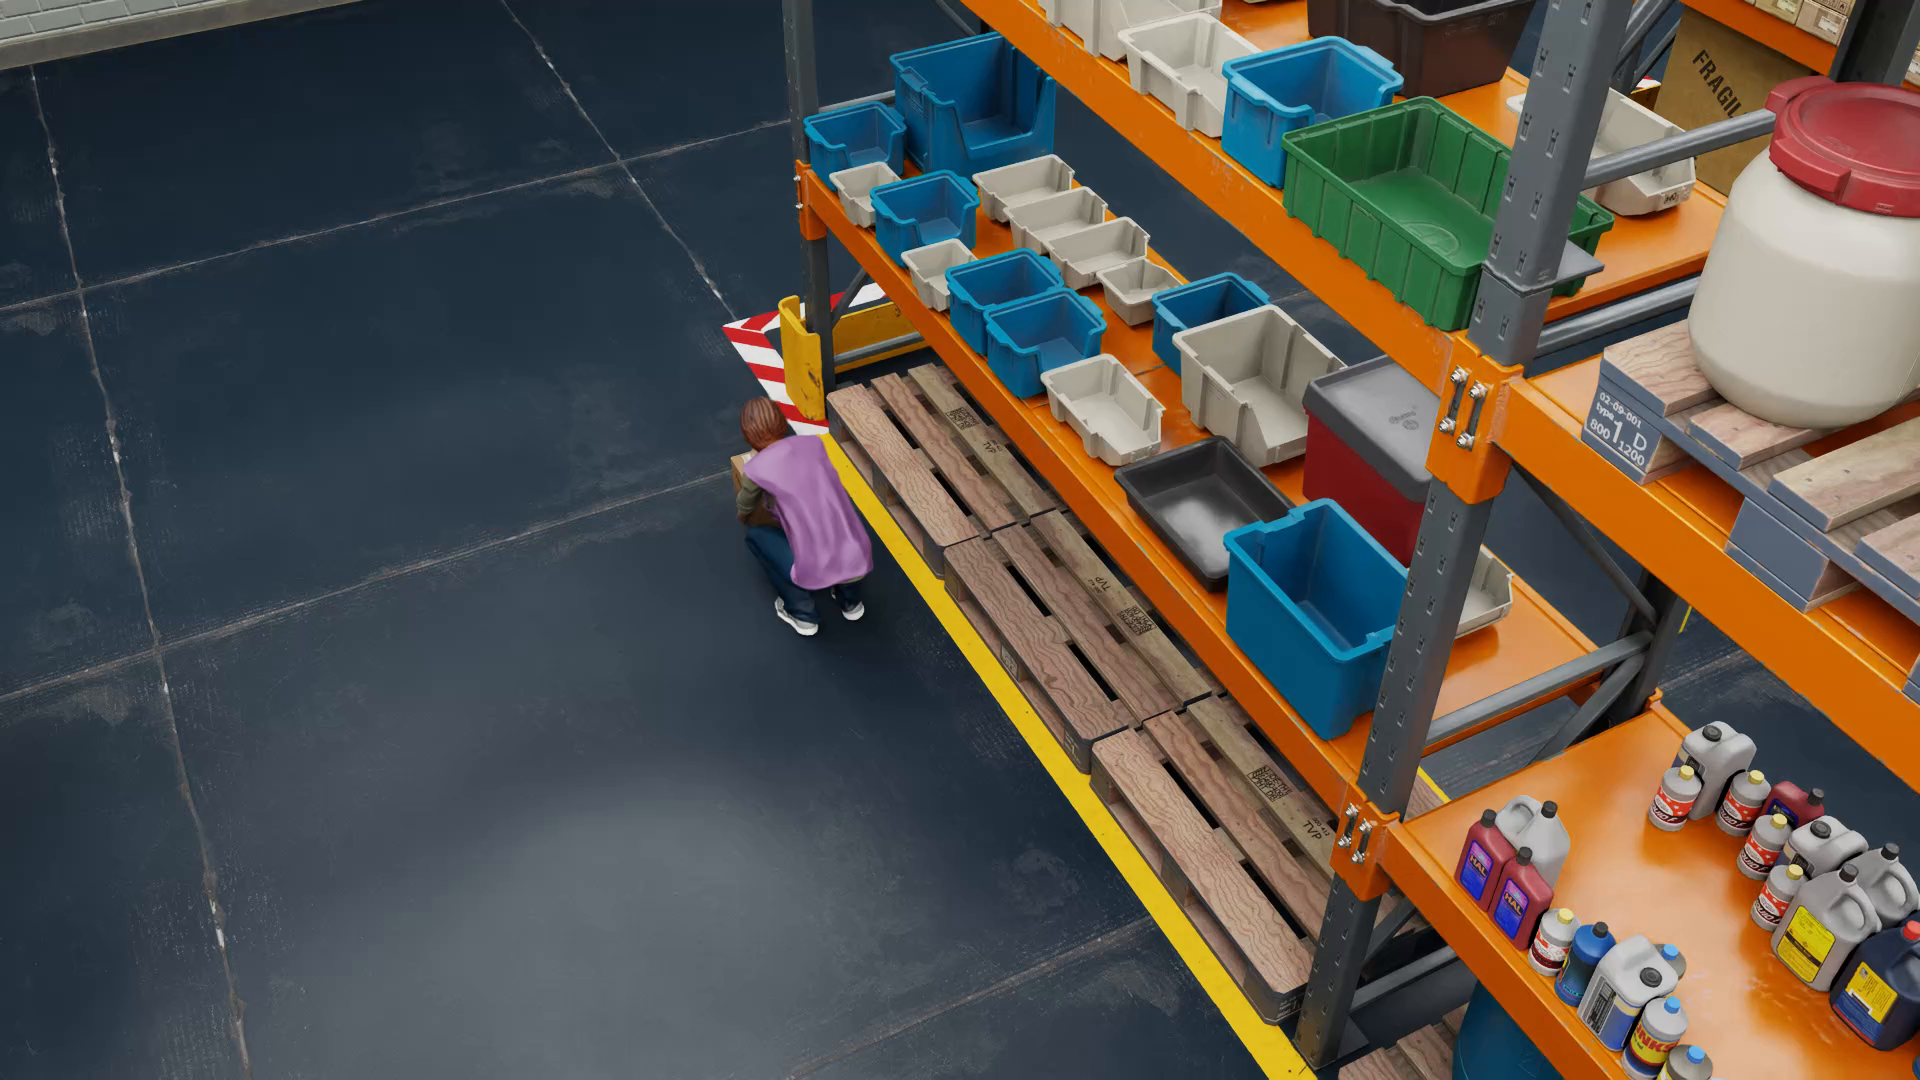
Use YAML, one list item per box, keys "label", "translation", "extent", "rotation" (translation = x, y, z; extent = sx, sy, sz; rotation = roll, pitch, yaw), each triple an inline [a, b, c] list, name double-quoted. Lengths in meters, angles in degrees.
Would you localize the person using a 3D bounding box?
- label: "person"
  translation: [-0.659, -0.108, 6.827]
  extent: [0.430, 0.889, 0.828]
  rotation: [-20, 46, -21]
